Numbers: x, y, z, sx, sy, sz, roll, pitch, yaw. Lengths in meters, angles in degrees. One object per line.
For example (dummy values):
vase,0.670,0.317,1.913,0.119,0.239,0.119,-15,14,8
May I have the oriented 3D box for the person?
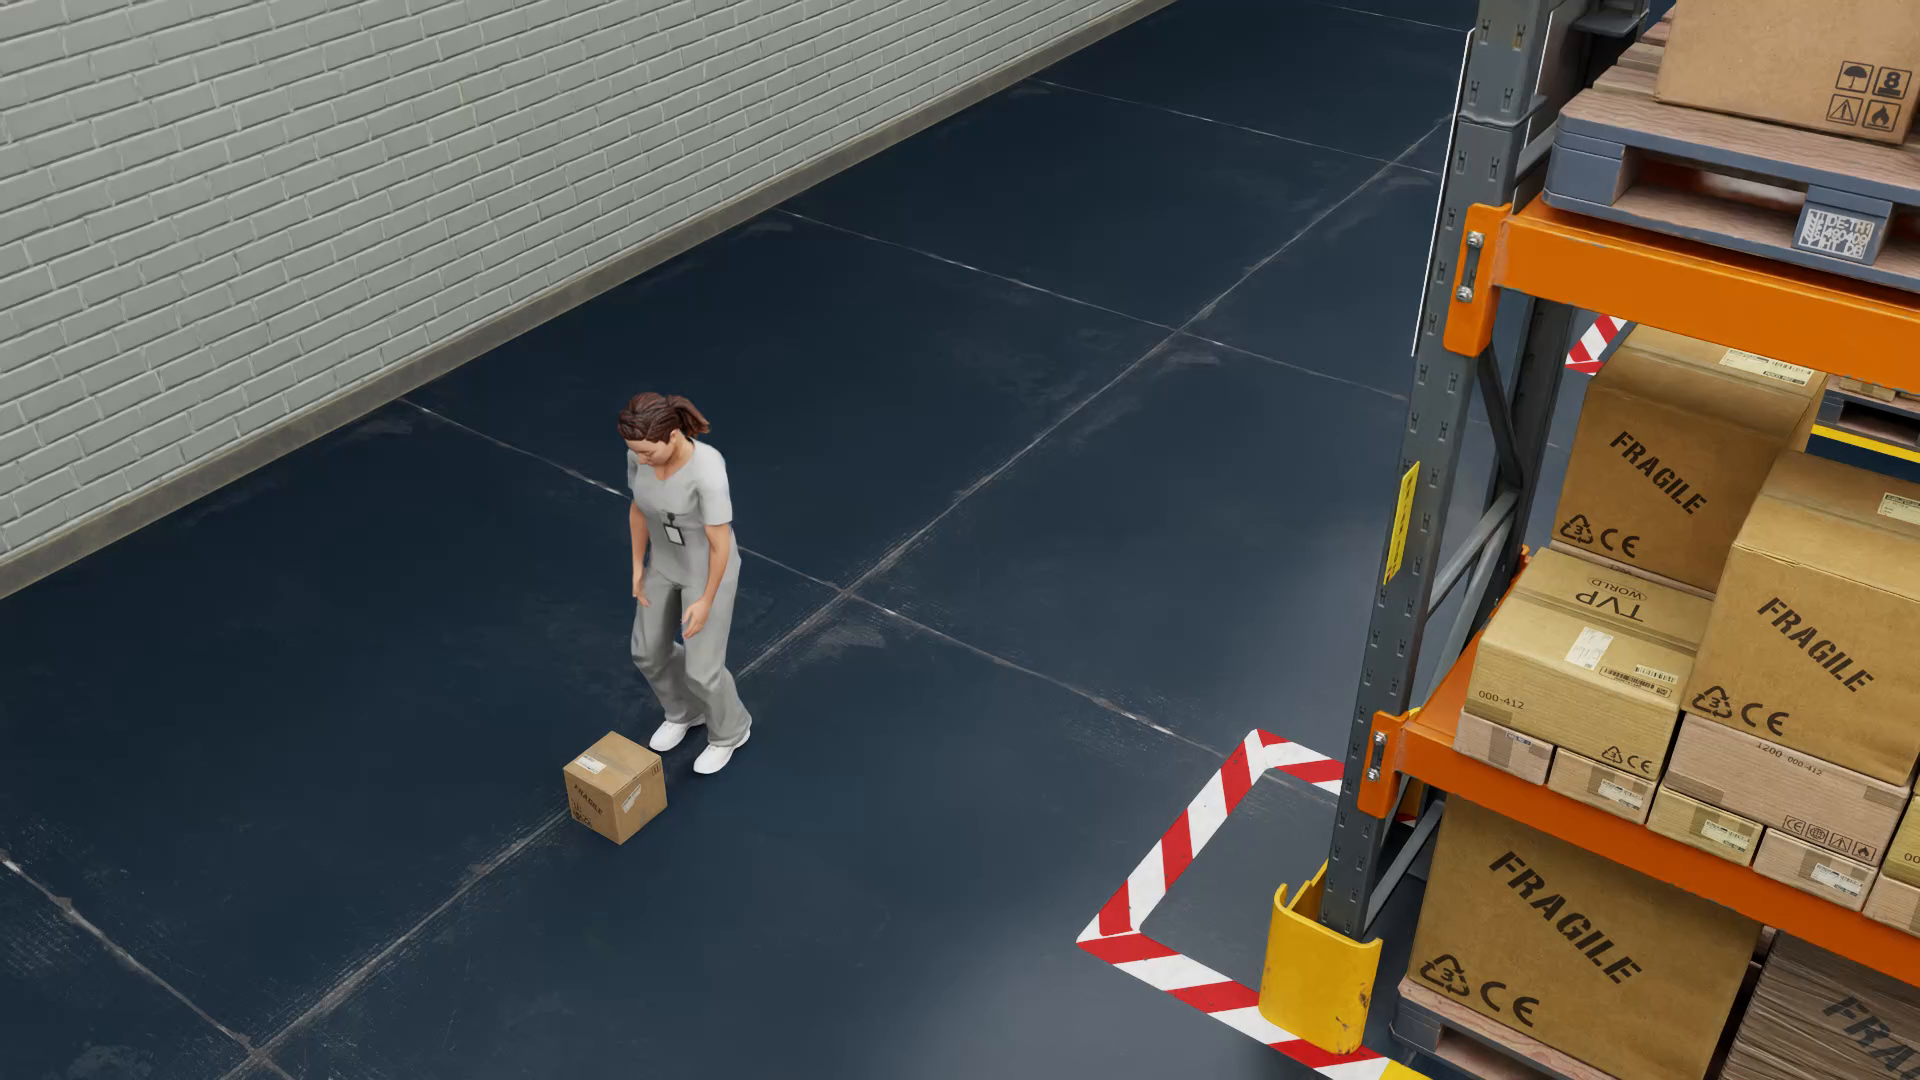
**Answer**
person,-0.985,0.142,6.001,0.464,1.616,0.406,23,41,29
